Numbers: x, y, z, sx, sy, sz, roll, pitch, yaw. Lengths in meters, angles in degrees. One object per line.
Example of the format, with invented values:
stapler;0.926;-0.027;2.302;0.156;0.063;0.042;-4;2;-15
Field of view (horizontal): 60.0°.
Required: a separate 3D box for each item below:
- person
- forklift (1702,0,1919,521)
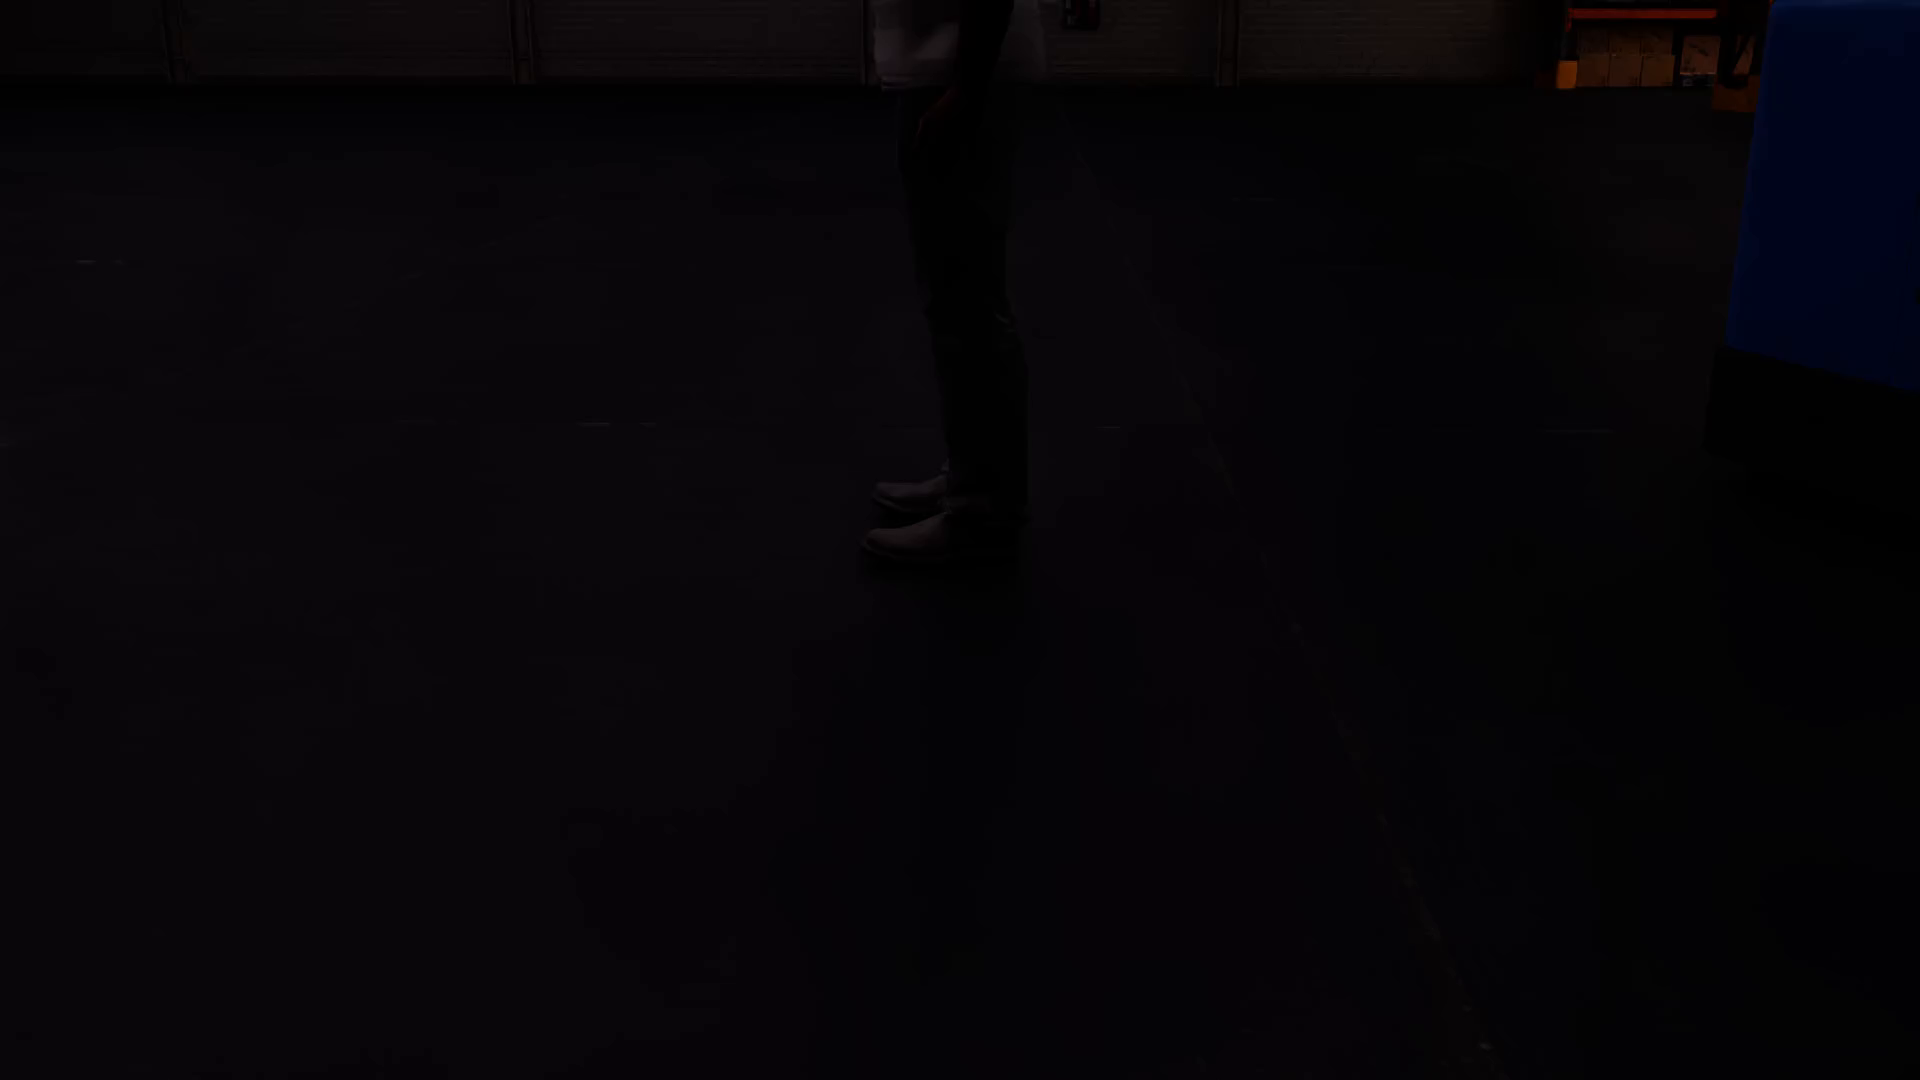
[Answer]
person;-0.013;-0.844;3.109;0.367;1.771;0.559;1;17;2
forklift;3.270;-1.544;3.400;3.031;2.935;1.130;-5;18;-17
